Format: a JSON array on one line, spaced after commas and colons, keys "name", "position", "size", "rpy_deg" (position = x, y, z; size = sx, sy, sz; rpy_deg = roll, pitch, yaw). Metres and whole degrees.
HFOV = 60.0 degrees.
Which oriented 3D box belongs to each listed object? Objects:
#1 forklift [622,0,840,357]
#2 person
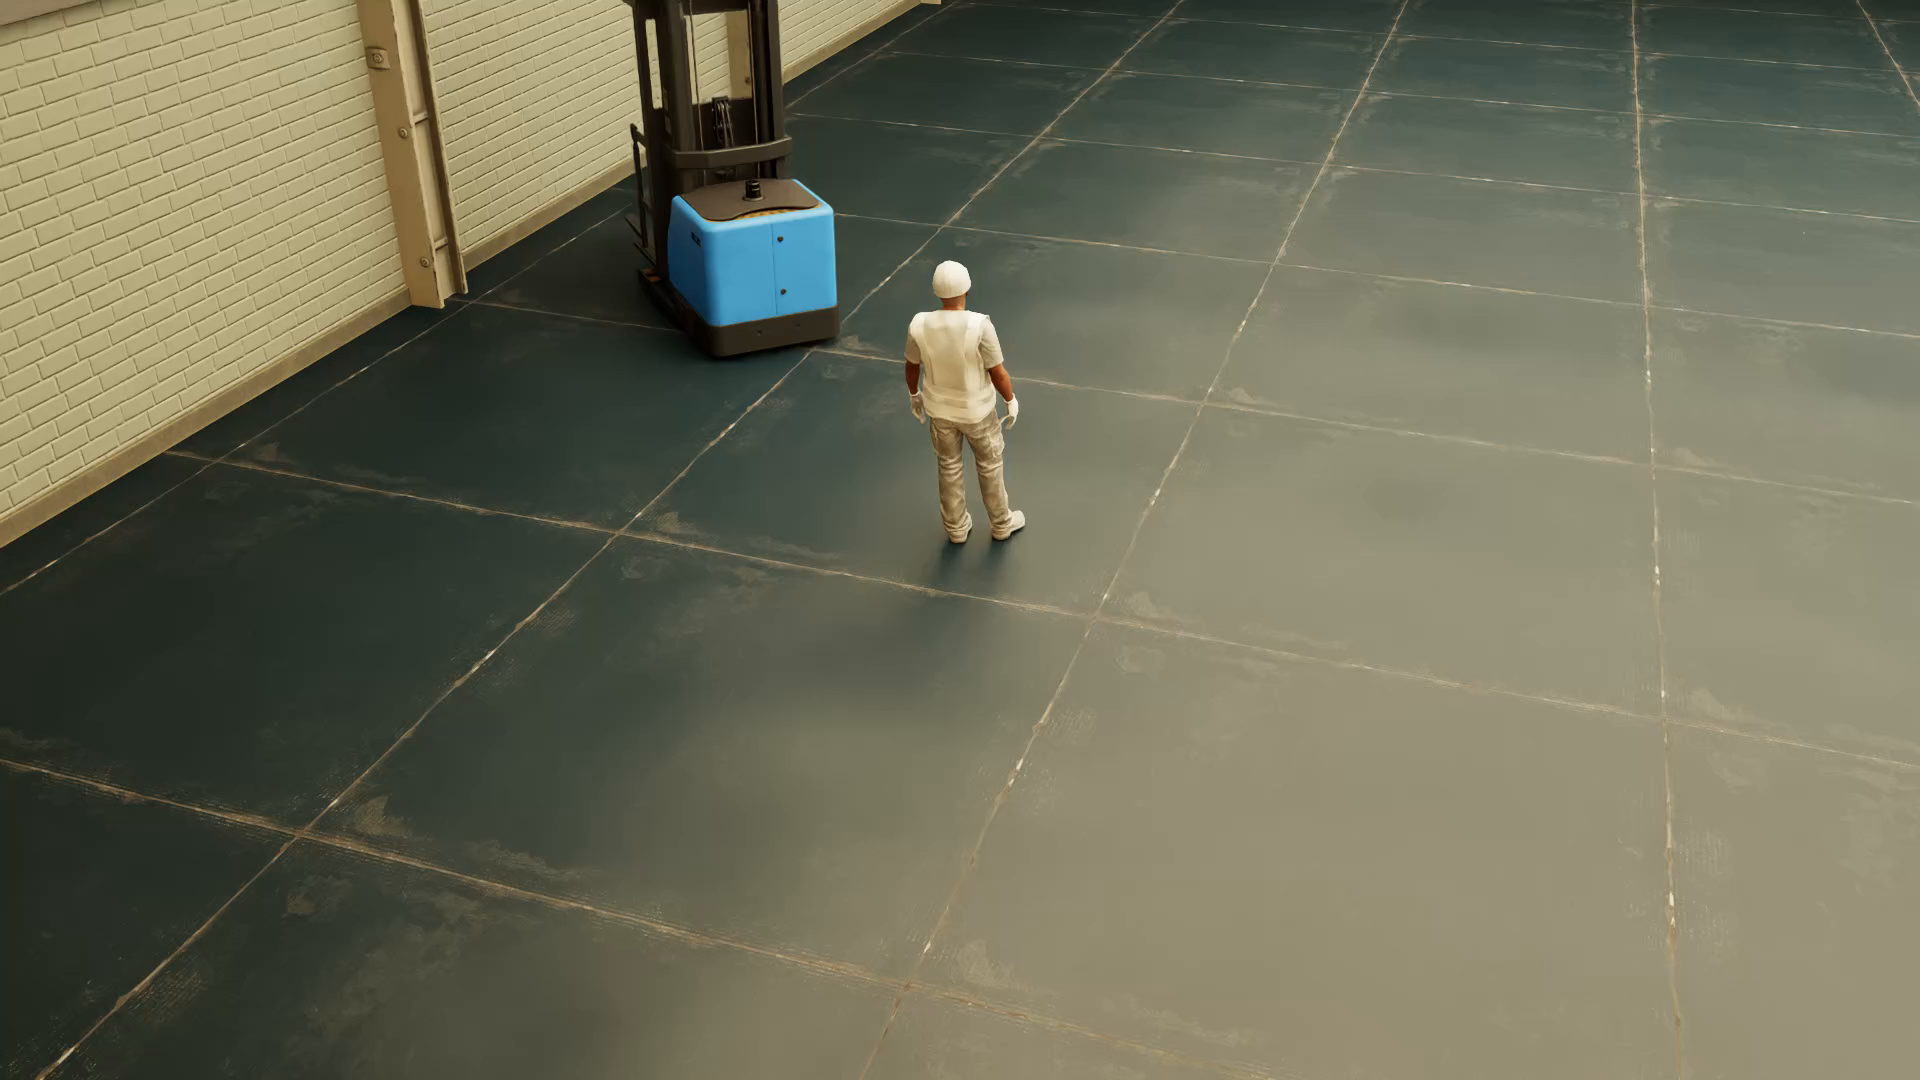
[{"name": "forklift", "position": [-2.006, -3.342, 12.999], "size": [1.130, 2.935, 3.031], "rpy_deg": [-13, 32, -22]}, {"name": "person", "position": [0.032, -0.812, 9.709], "size": [0.657, 1.779, 0.575], "rpy_deg": [10, 31, 16]}]
